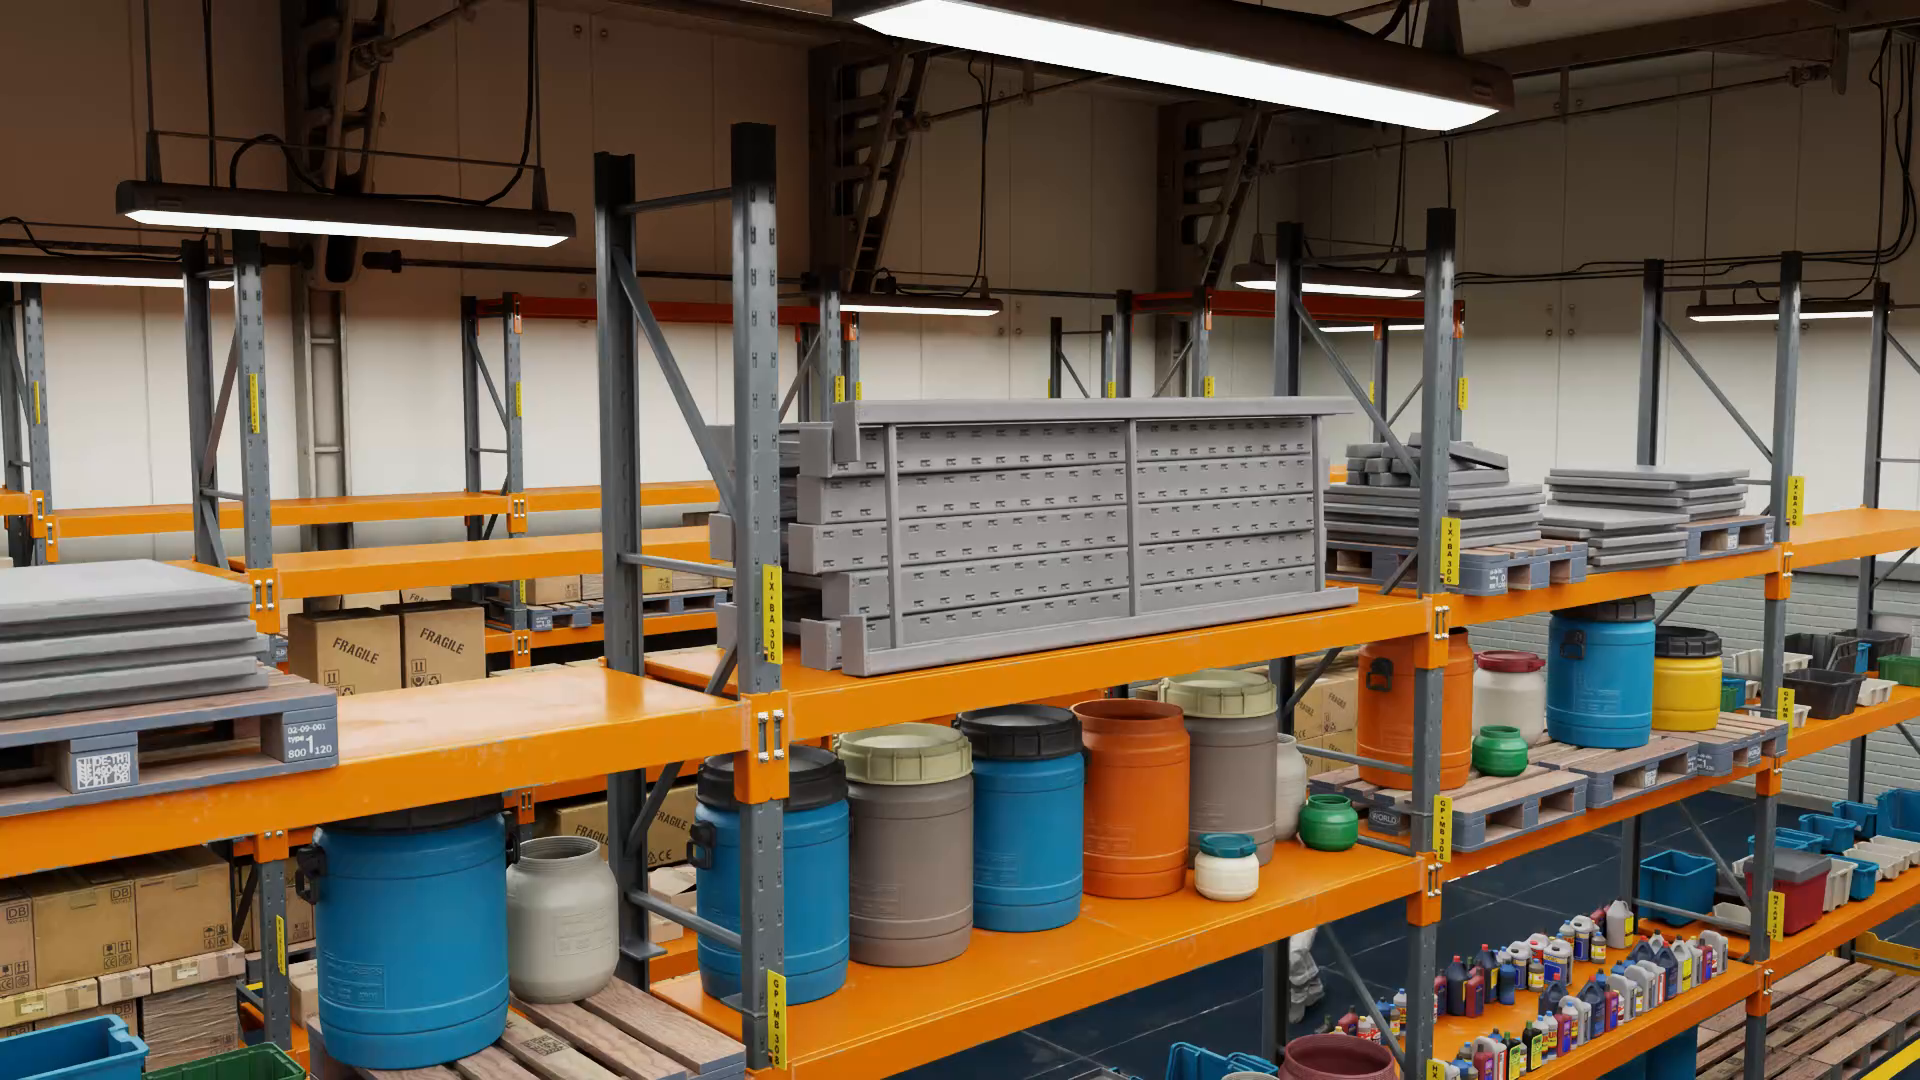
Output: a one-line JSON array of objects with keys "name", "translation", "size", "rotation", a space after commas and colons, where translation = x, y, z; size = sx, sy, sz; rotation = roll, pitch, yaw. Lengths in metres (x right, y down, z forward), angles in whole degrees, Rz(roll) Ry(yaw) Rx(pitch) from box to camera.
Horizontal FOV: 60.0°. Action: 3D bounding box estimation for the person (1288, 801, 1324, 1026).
[{"name": "person", "translation": [2.787, 3.014, 13.521], "size": [0.724, 1.785, 0.668], "rotation": [-5, 7, -41]}]
